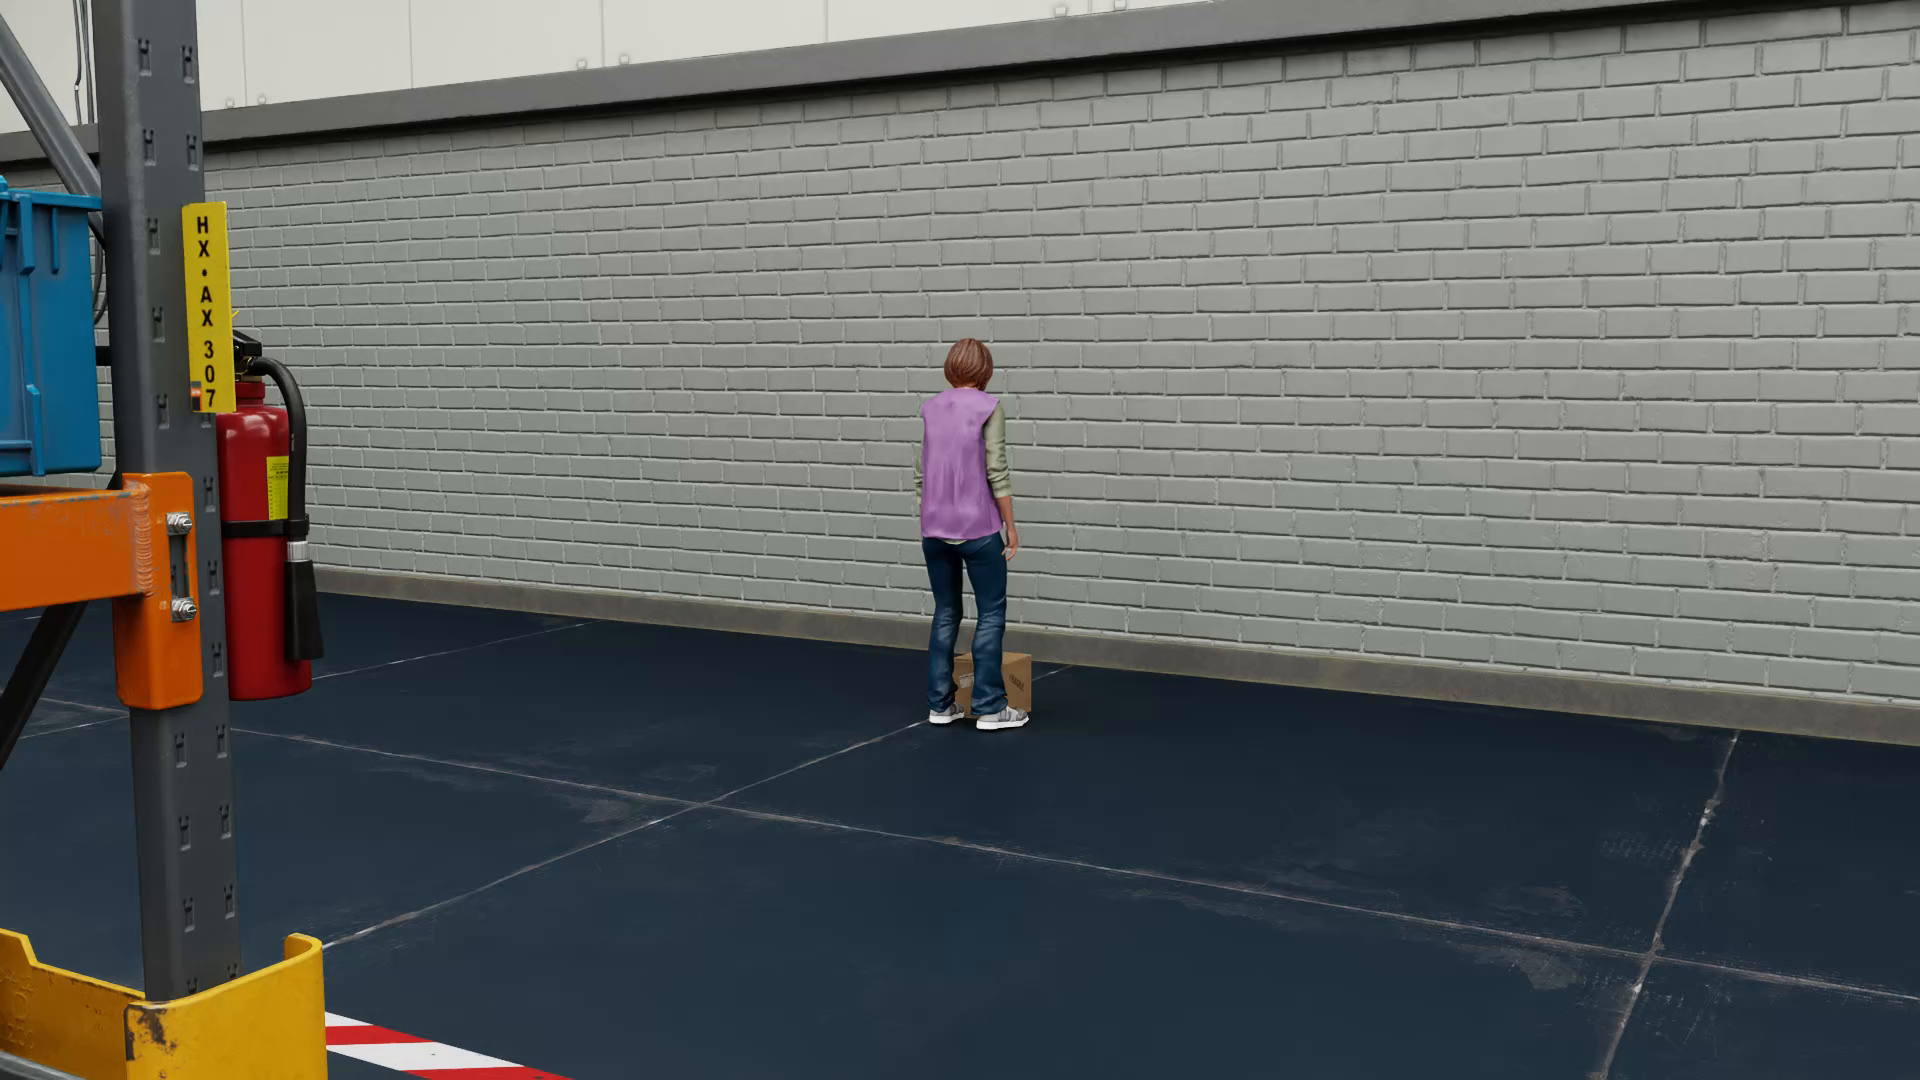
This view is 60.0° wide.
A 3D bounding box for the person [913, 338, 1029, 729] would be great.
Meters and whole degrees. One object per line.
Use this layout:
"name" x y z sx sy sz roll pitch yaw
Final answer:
"person" 0.020 -0.026 6.810 0.460 1.592 0.344 4 7 32
